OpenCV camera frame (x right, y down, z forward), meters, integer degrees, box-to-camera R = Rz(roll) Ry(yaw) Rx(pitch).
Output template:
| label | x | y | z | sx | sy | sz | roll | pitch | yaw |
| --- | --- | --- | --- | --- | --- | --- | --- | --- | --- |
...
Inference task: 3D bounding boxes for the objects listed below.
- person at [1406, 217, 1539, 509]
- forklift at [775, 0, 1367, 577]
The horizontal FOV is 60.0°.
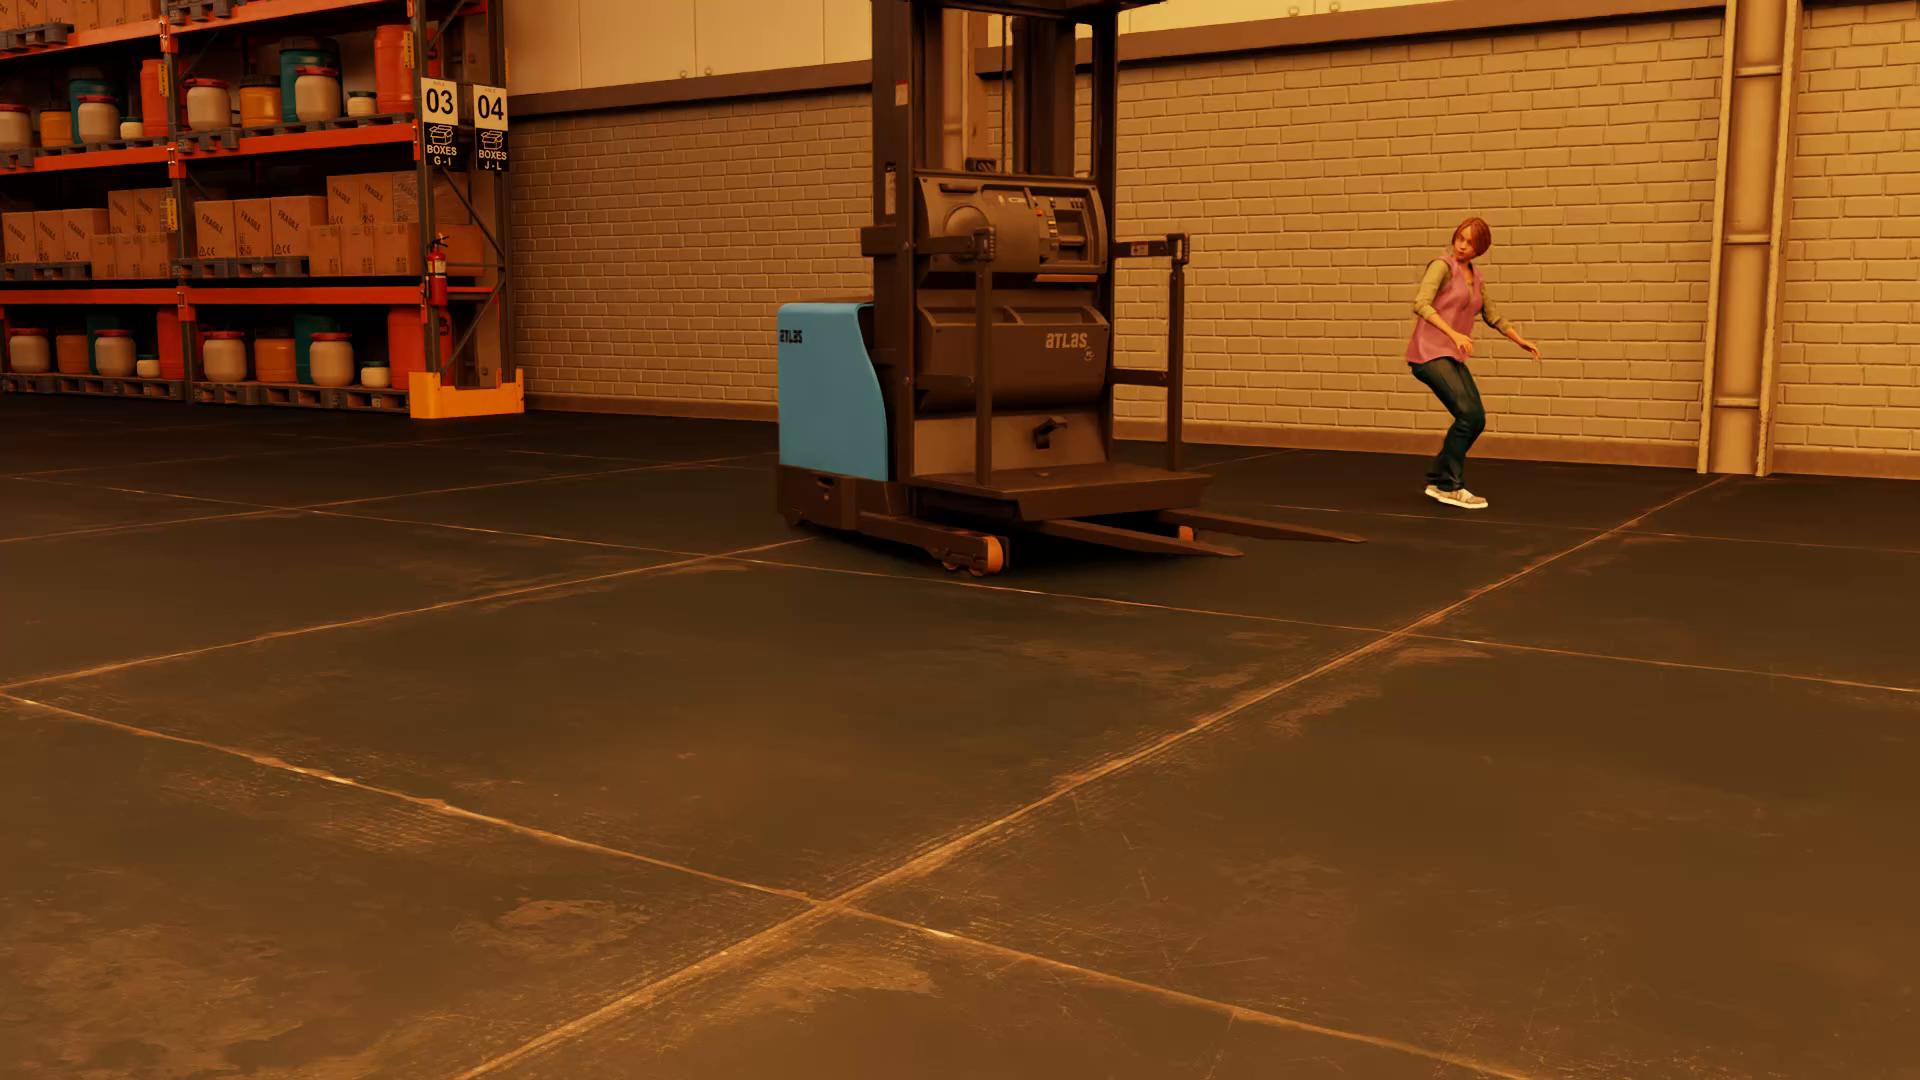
| label | x | y | z | sx | sy | sz | roll | pitch | yaw |
| --- | --- | --- | --- | --- | --- | --- | --- | --- | --- |
| person | 2.686 | -0.915 | 8.794 | 0.600 | 1.529 | 0.656 | 7 | 11 | 40 |
| forklift | 0.355 | -1.380 | 6.899 | 1.130 | 2.935 | 3.031 | -5 | 10 | -34 |
